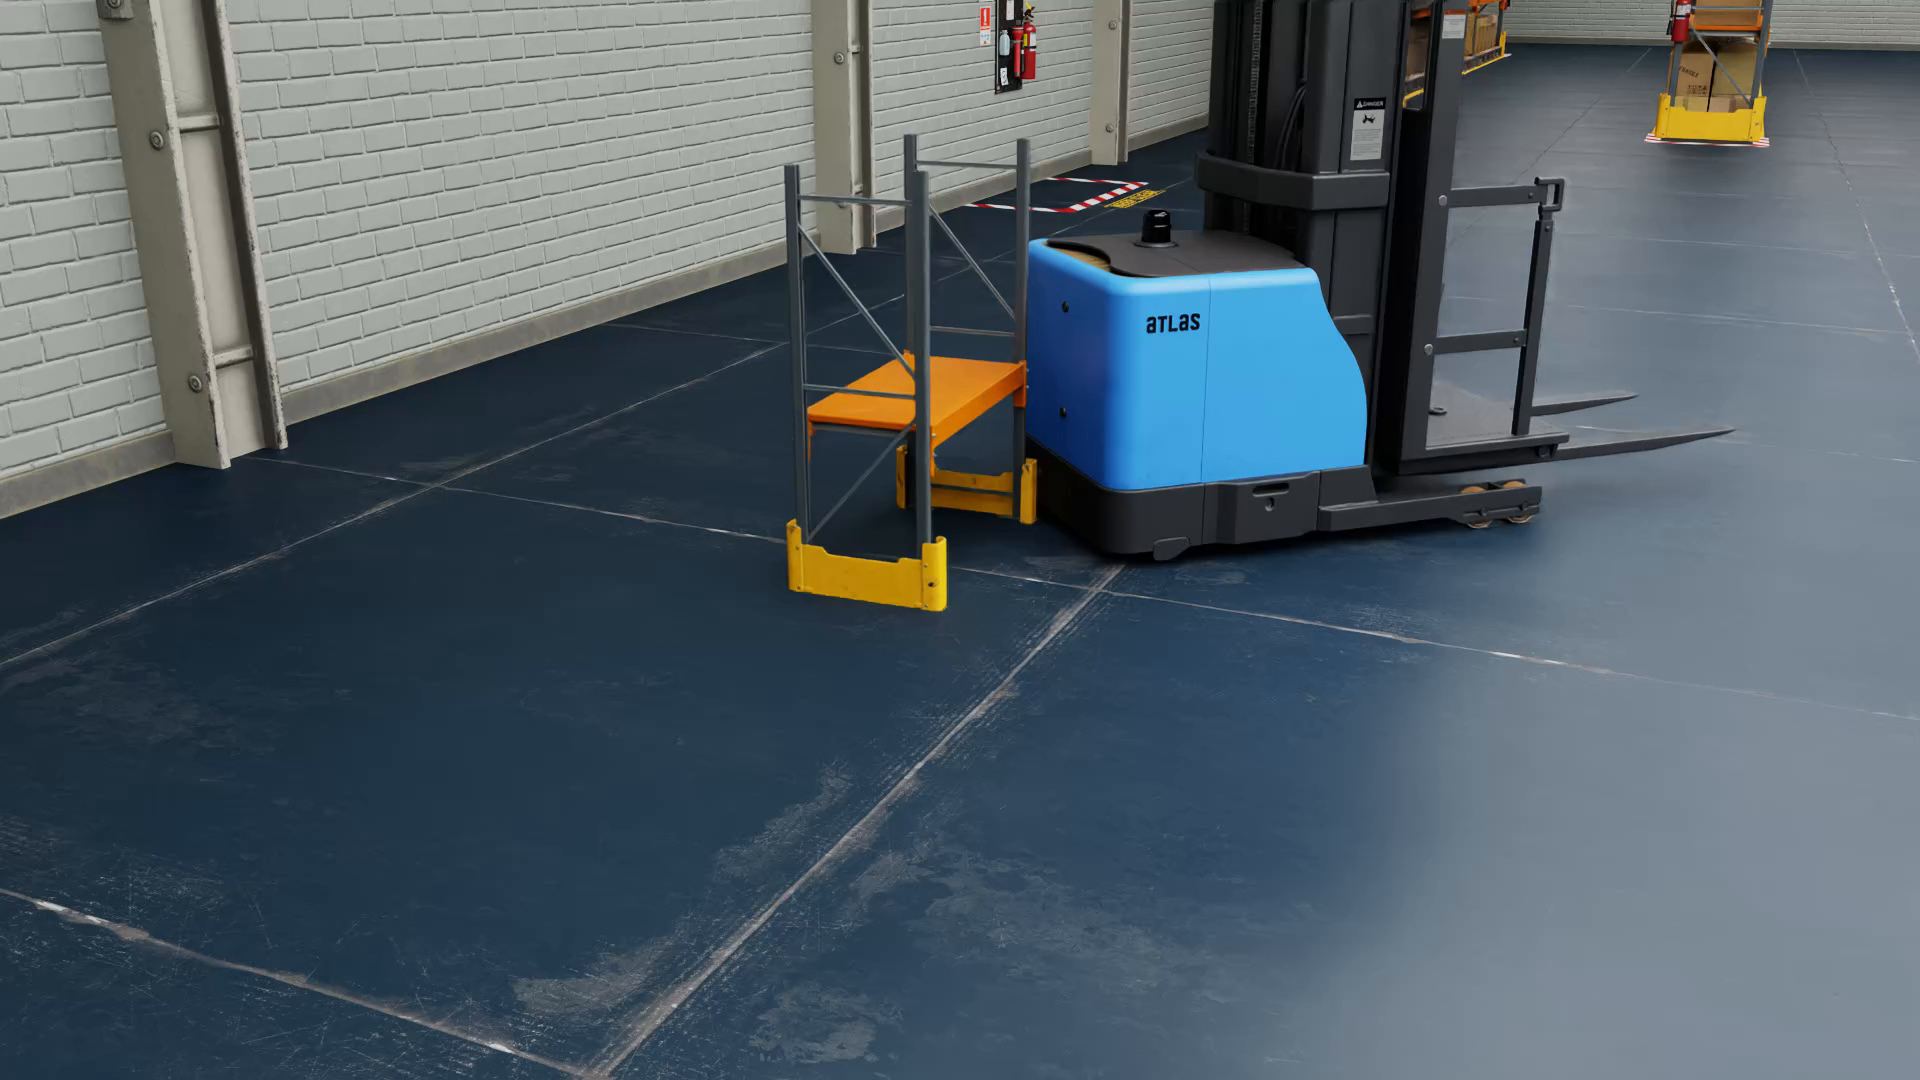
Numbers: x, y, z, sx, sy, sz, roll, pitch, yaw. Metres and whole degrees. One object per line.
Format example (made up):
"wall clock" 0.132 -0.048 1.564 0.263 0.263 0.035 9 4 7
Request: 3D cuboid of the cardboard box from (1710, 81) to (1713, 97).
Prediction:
"cardboard box" 10.244 -6.324 23.251 0.500 0.250 0.500 9 21 23

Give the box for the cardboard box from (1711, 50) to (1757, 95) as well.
"cardboard box" 9.698 -5.841 20.774 0.500 0.500 0.500 9 21 23

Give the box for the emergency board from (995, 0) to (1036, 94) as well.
"emergency board" 0.545 -4.726 15.280 0.194 1.169 0.643 9 21 23

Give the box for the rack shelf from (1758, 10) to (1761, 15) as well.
"rack shelf" 11.529 -7.794 24.982 1.077 0.370 4.000 9 21 23

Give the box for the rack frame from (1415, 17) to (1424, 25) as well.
"rack frame" 7.828 -9.423 28.488 1.000 3.000 0.127 9 21 23

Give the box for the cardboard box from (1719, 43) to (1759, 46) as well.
"cardboard box" 10.505 -6.454 22.498 0.500 0.500 0.500 9 21 23

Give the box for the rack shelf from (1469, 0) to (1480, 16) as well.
"rack shelf" 8.647 -9.695 30.328 1.077 0.370 4.000 9 21 23

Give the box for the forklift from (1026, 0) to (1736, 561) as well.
"forklift" 1.797 -1.585 6.550 3.031 2.935 1.130 -7 21 -18

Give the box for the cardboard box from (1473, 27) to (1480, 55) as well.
"cardboard box" 9.865 -9.880 32.878 0.700 0.500 0.500 9 21 23

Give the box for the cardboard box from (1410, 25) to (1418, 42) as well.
"cardboard box" 7.290 -8.413 27.603 0.500 0.250 0.500 9 21 24

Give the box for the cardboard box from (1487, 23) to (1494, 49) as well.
"cardboard box" 10.703 -10.508 34.643 0.700 0.500 0.500 8 21 23

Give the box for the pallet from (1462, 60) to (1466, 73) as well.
"pallet" 8.720 -8.711 30.649 1.003 0.211 1.213 9 21 23

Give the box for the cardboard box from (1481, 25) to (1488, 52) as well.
"cardboard box" 10.286 -10.190 33.749 0.700 0.500 0.500 9 22 24

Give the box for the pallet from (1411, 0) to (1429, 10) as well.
"pallet" 6.635 -8.323 25.683 1.003 0.211 1.213 9 21 23

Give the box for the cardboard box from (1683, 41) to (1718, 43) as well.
"cardboard box" 10.235 -6.678 23.129 0.500 0.500 0.500 9 21 23

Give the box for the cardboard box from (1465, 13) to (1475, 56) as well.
"cardboard box" 9.318 -9.614 31.607 0.750 0.750 0.750 9 21 23

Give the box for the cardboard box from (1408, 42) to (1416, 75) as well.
"cardboard box" 7.086 -7.928 27.358 0.700 0.500 0.500 8 21 22

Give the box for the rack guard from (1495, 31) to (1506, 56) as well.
"rack guard" 11.113 -10.698 35.804 1.175 0.500 0.348 9 21 23

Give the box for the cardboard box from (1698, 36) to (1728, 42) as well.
"cardboard box" 12.536 -8.463 27.744 0.500 0.250 0.500 9 22 25

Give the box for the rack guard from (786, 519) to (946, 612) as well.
"rack guard" -0.331 0.087 5.852 0.587 0.250 0.087 7 21 20

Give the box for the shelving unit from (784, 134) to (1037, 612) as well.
"shelving unit" -0.154 -0.658 6.081 0.587 1.500 1.083 7 21 20

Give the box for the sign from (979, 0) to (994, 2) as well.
"sign" 0.235 -4.837 14.750 0.001 0.109 0.331 9 21 23

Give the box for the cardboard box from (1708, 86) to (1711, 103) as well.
"cardboard box" 9.626 -5.866 21.963 0.500 0.250 0.500 9 21 23

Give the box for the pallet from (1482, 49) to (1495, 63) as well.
"pallet" 10.347 -9.928 34.070 1.003 0.211 1.213 9 21 23

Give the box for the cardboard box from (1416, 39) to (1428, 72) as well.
"cardboard box" 7.580 -8.225 28.194 0.700 0.500 0.500 9 21 23

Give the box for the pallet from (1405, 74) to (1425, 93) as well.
"pallet" 7.005 -7.499 27.239 1.003 0.211 1.213 9 21 23

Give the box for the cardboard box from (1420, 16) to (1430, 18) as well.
"cardboard box" 8.613 -9.082 30.110 0.750 0.750 0.750 8 21 22

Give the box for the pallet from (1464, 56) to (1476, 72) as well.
"pallet" 9.218 -9.086 31.701 1.003 0.211 1.213 9 21 23

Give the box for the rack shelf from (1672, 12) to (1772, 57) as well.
"rack shelf" 9.891 -6.571 21.543 1.077 0.370 4.000 9 21 23

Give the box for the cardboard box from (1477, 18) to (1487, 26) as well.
"cardboard box" 10.386 -10.425 33.442 0.380 0.149 0.250 8 21 21

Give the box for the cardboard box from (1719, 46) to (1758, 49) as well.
"cardboard box" 10.112 -6.146 21.632 0.500 0.500 0.500 9 21 23

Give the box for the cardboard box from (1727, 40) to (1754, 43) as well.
"cardboard box" 13.005 -8.035 27.658 0.500 0.500 0.500 8 21 21

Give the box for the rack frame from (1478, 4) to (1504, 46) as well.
"rack frame" 11.104 -11.868 35.365 1.000 3.000 0.127 9 21 23

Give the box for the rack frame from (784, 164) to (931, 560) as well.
"rack frame" -0.338 -0.496 5.625 0.500 1.500 0.032 7 21 20

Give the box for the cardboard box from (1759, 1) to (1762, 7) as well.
"cardboard box" 12.232 -8.313 25.743 0.380 0.149 0.250 9 21 23

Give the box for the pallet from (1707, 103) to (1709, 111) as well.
"pallet" 9.848 -5.596 21.889 1.003 0.211 1.213 9 21 23

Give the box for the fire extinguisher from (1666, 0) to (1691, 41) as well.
"fire extinguisher" 8.600 -6.290 19.794 0.296 0.674 0.183 9 21 23

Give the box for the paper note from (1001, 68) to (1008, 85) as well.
"paper note" 0.410 -4.266 15.302 0.016 0.148 0.142 9 21 23

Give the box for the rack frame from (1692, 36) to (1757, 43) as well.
"rack frame" 12.348 -8.744 26.580 1.000 3.000 0.127 9 21 23

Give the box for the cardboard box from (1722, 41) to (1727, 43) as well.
"cardboard box" 12.517 -8.092 27.820 0.500 0.500 0.500 9 22 25

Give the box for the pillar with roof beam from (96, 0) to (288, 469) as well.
"pillar with roof beam" 0.606 -4.043 4.409 9.100 9.000 0.400 9 21 23

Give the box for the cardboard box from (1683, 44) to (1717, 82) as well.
"cardboard box" 9.826 -6.373 22.269 0.500 0.500 0.500 9 21 23

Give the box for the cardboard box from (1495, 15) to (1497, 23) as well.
"cardboard box" 11.022 -10.902 34.784 0.380 0.149 0.250 8 21 22

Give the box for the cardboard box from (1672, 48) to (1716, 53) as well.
"cardboard box" 9.417 -6.067 21.409 0.500 0.500 0.500 9 21 23
